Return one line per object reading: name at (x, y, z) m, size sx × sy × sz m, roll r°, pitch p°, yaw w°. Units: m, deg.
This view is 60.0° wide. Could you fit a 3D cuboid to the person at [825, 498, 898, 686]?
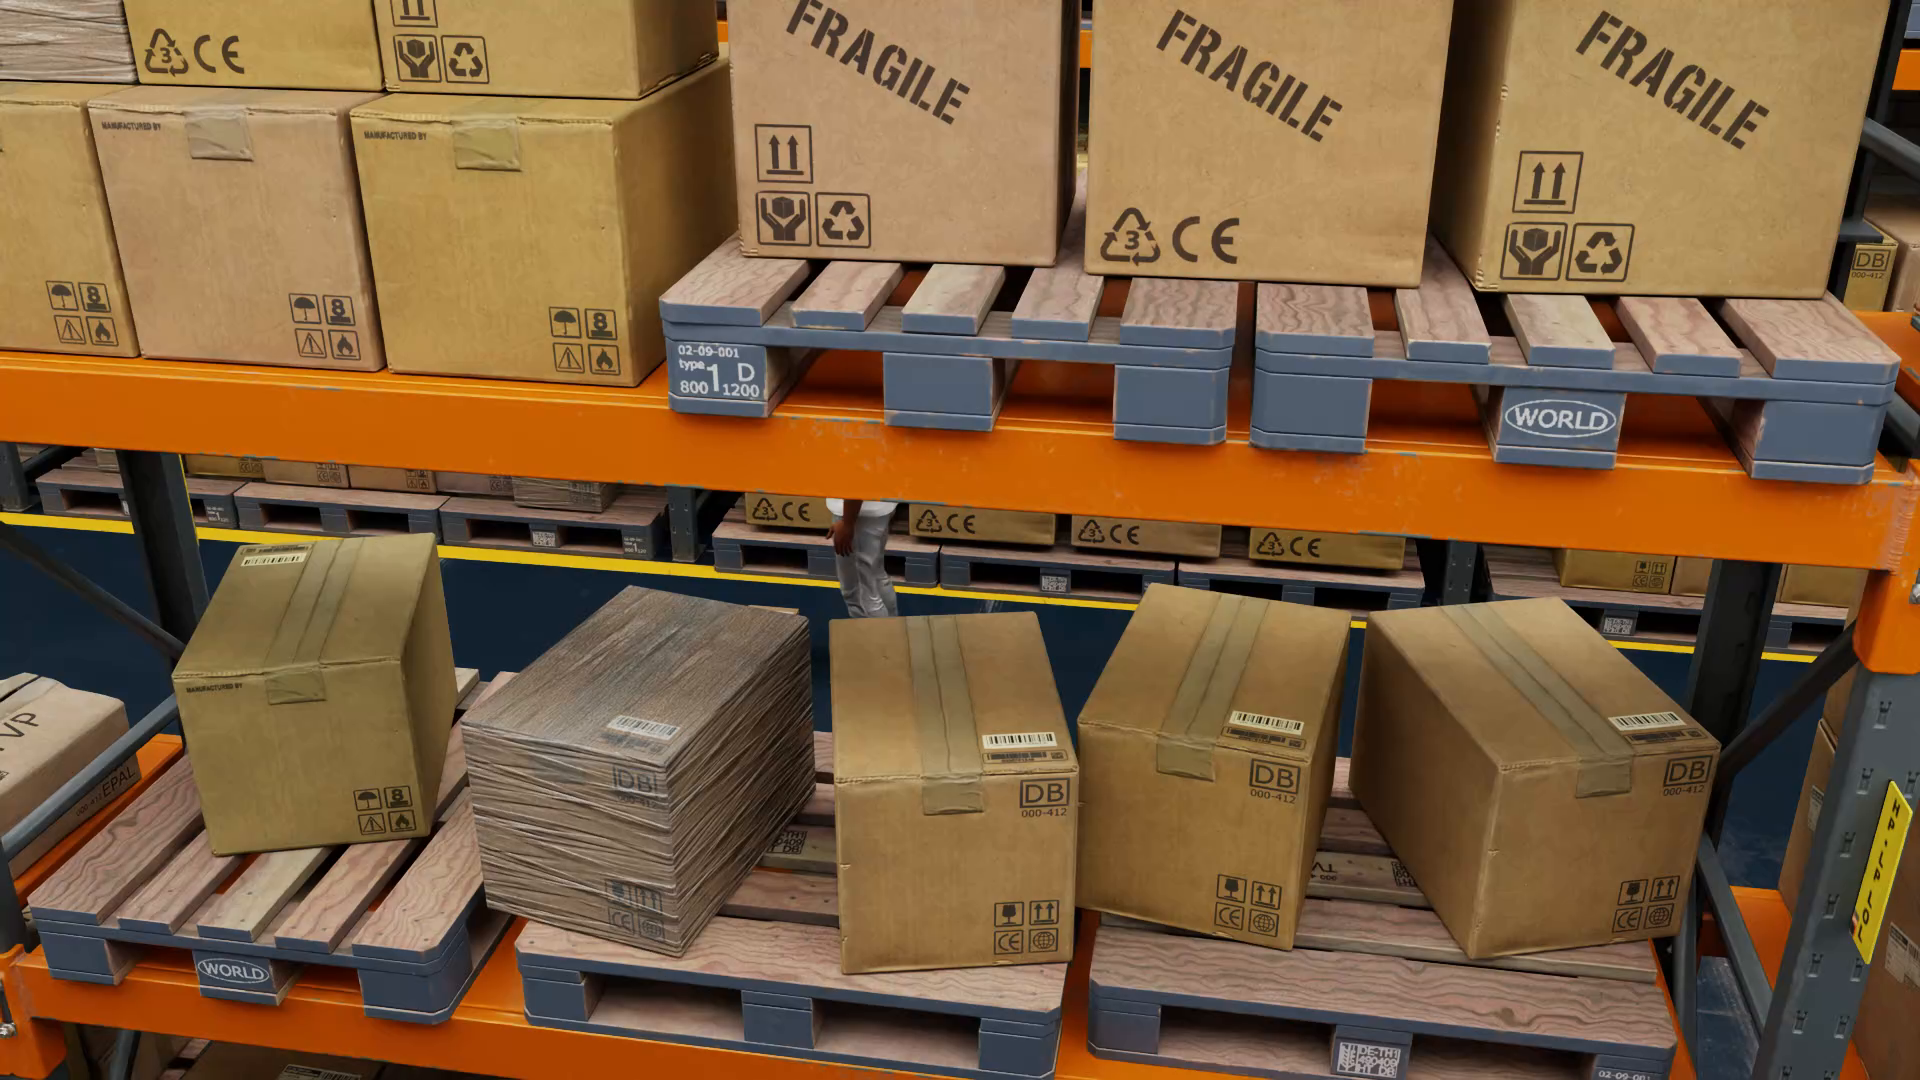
person at (-0.432, -0.162, 7.438) m, size 0.365 × 1.765 × 0.562 m, roll 5°, pitch 25°, yaw 11°
